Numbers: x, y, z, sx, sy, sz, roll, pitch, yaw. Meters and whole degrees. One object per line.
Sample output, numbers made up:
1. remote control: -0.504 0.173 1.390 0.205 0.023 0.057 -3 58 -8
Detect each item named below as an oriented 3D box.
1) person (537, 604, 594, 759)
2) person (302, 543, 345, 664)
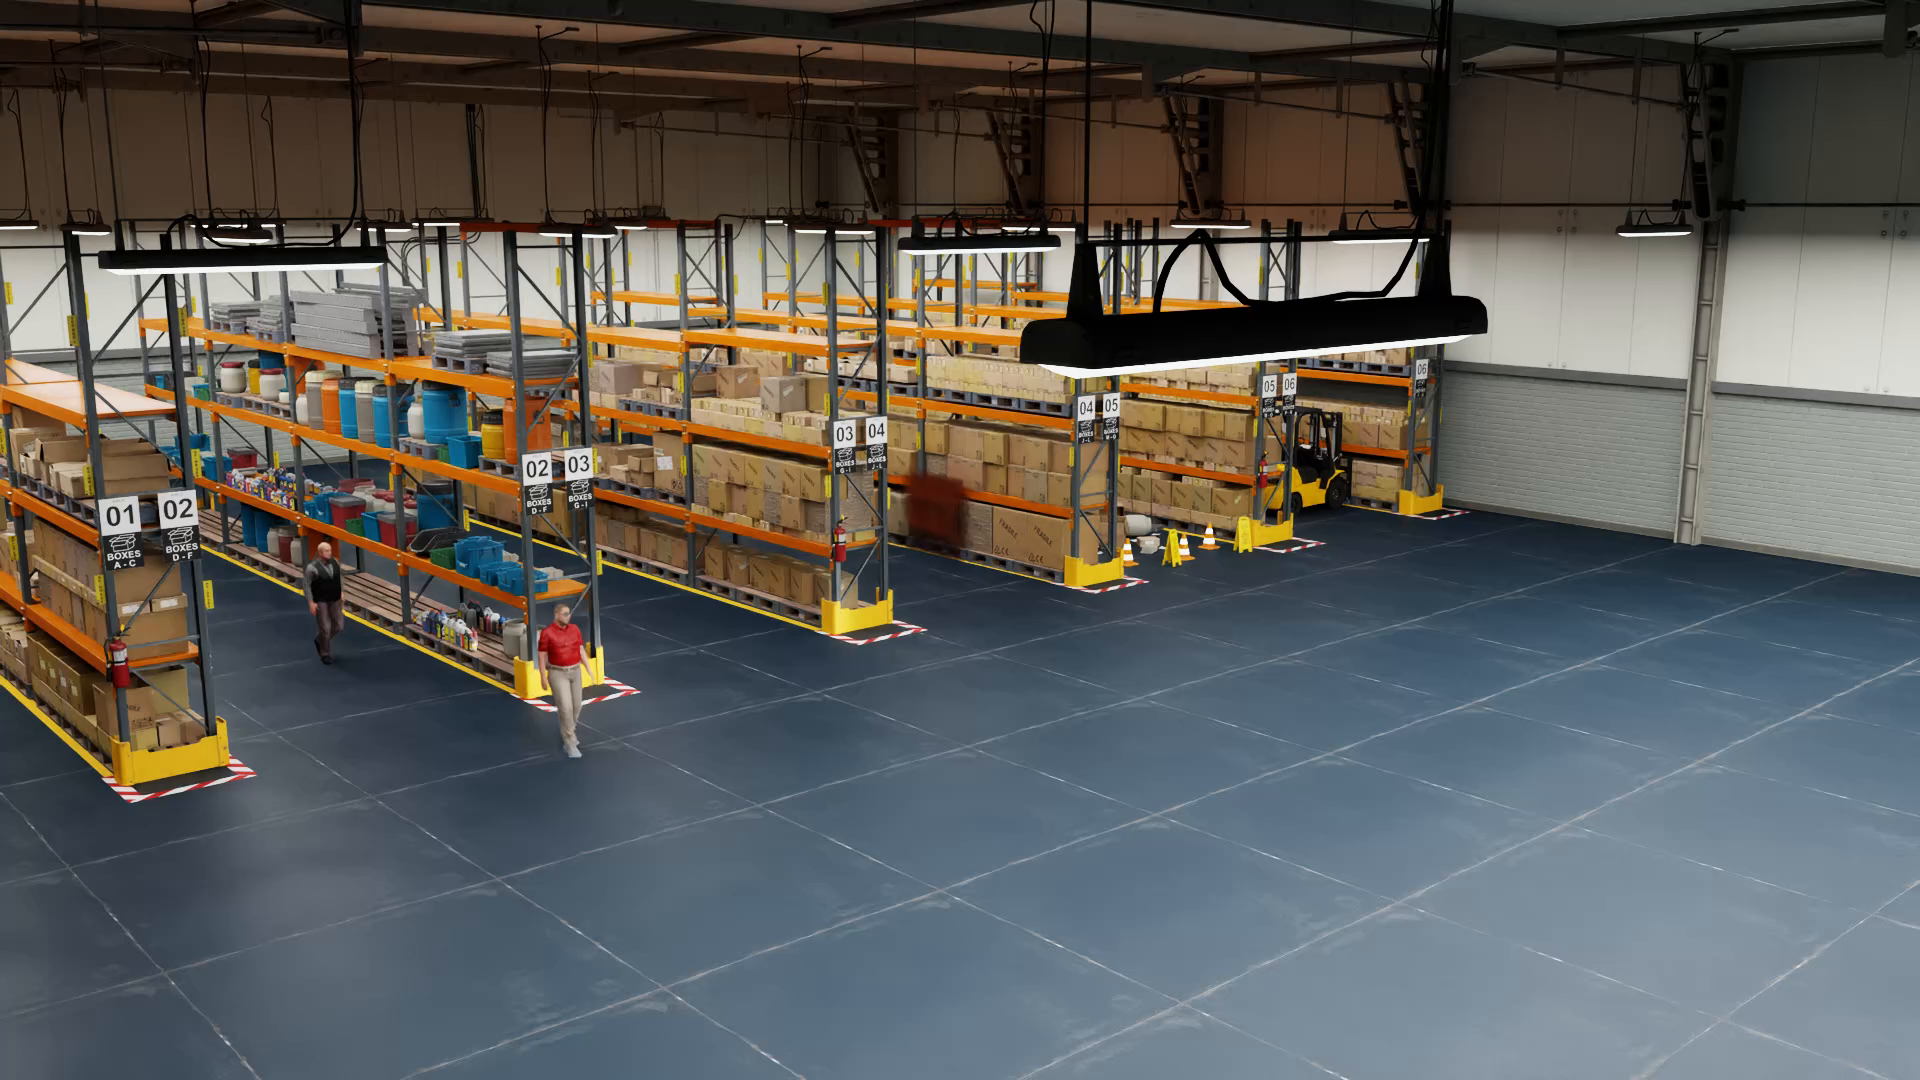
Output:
1. person: -4.560 1.639 19.508 0.684 1.763 0.561 11 15 42
2. person: -8.949 0.860 23.354 0.568 1.707 0.637 7 14 33
